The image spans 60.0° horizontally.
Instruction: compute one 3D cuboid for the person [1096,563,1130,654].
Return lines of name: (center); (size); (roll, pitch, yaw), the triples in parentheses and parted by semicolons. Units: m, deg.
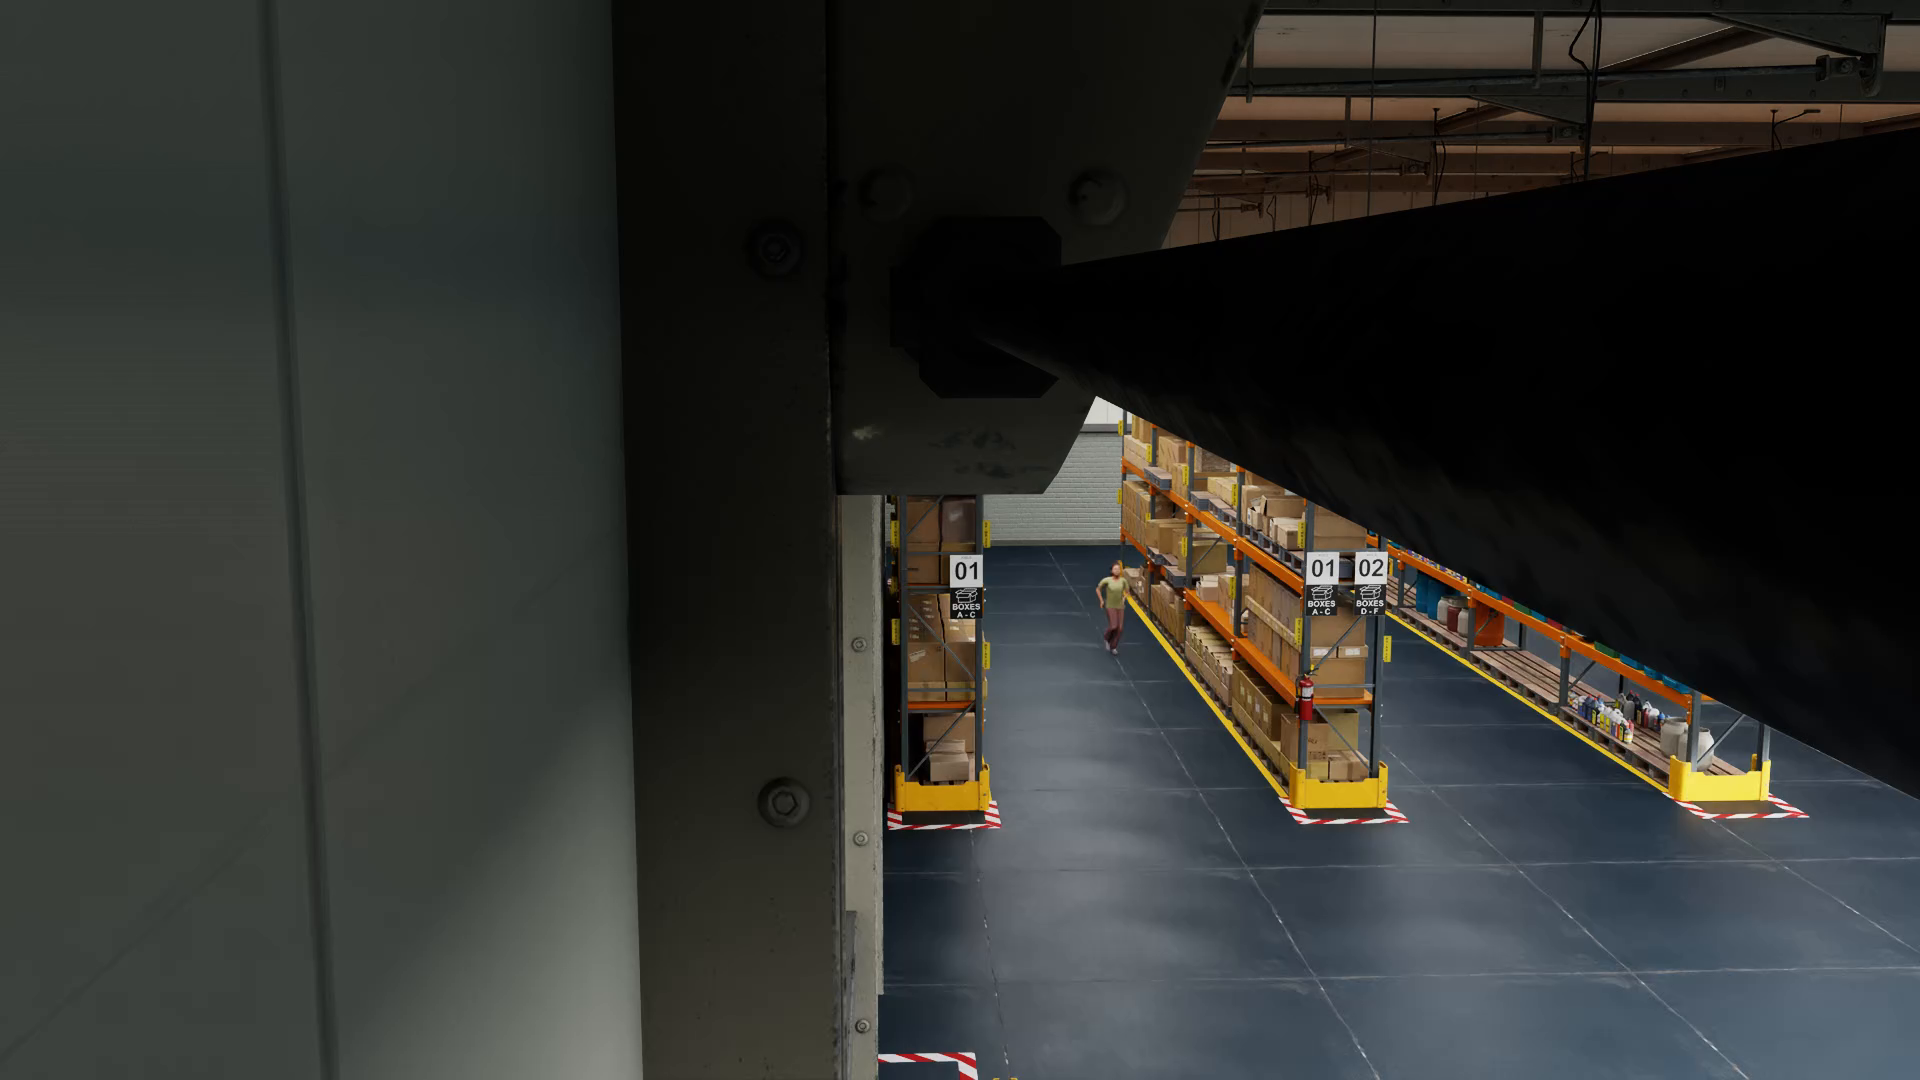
person: (2.735, 1.212, 29.268); (0.566, 1.629, 0.550); (-2, 9, -13)
